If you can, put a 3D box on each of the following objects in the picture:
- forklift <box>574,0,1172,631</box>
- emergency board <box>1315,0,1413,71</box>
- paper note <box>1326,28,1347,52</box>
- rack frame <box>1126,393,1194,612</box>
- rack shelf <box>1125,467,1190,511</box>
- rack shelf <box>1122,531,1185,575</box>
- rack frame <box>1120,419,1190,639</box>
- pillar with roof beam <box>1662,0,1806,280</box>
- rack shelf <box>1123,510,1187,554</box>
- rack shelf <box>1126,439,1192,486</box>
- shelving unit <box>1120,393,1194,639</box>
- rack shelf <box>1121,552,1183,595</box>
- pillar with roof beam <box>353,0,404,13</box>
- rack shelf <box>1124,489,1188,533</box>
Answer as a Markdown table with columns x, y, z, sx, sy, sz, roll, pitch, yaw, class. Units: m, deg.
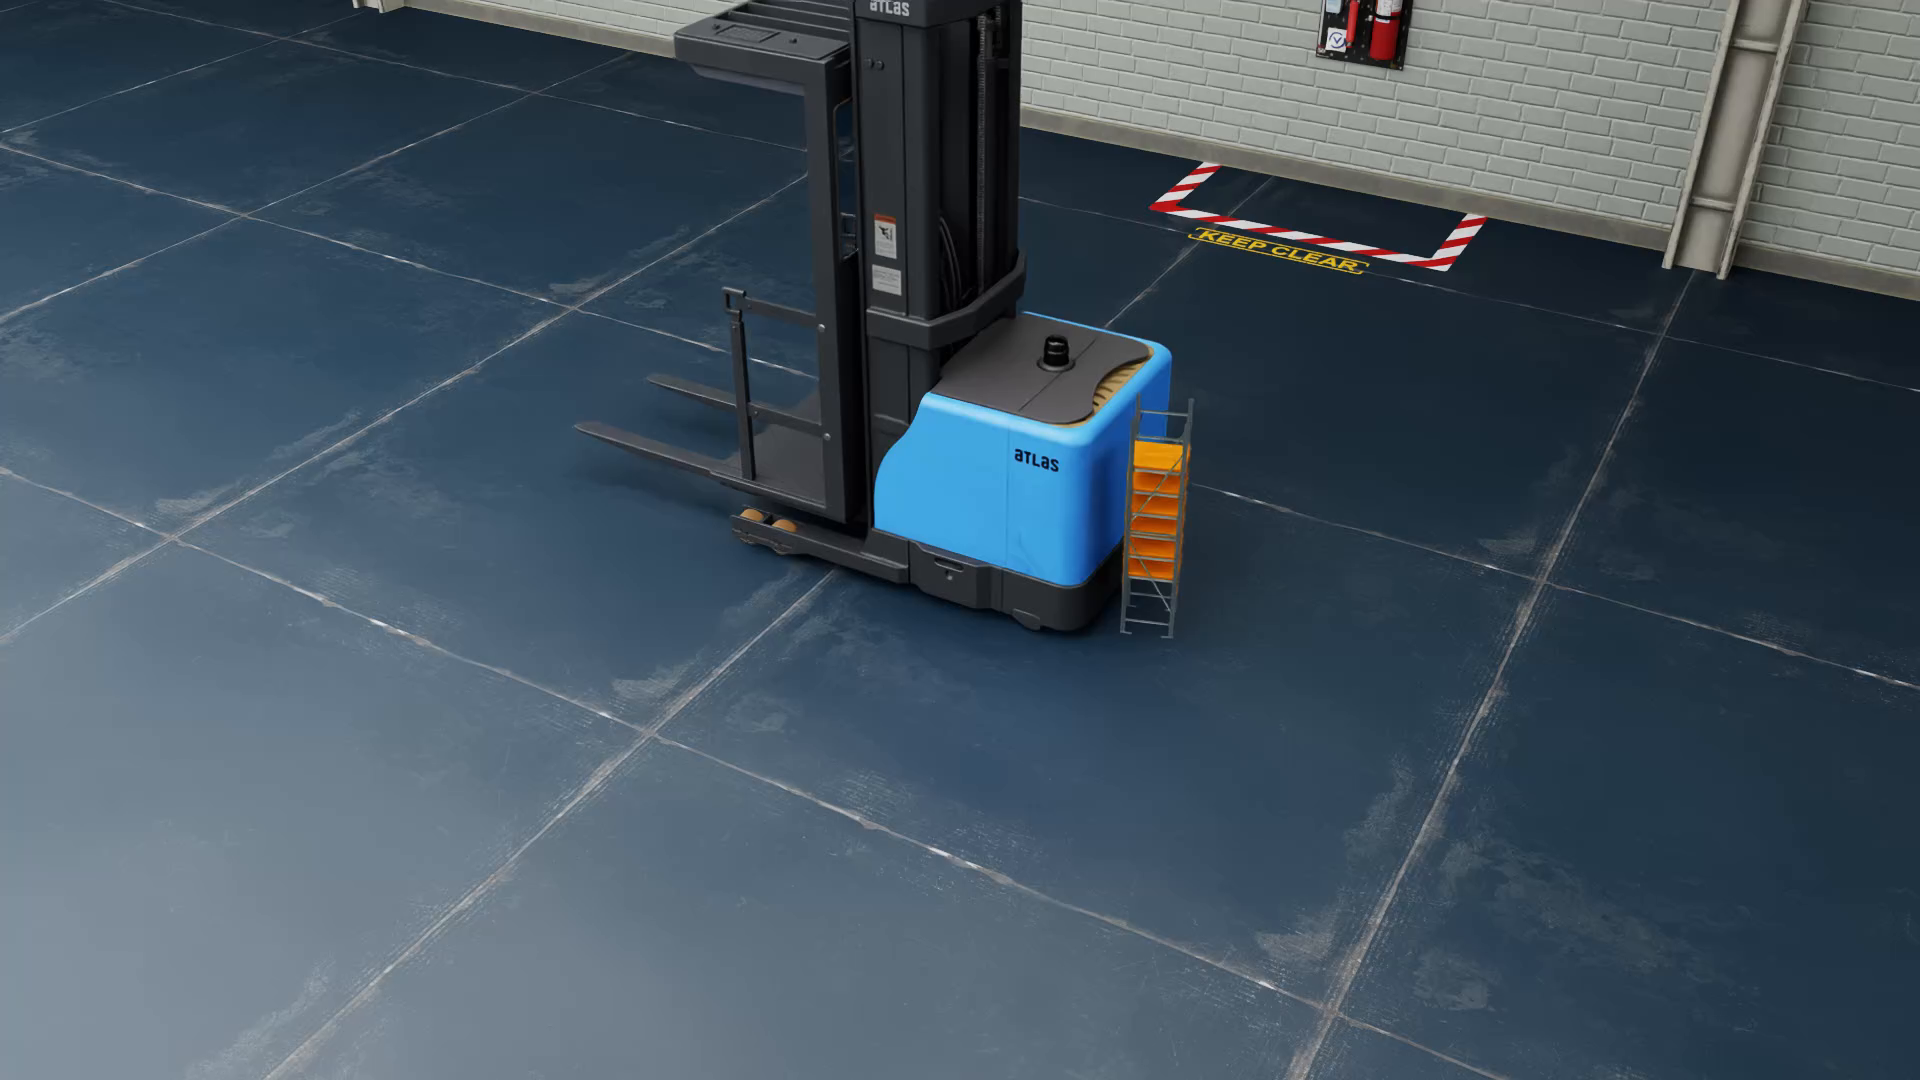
| x | y | z | sx | sy | sz | roll | pitch | yaw | class |
| --- | --- | --- | --- | --- | --- | --- | --- | --- | --- |
| -0.547 | -1.388 | 7.690 | 3.031 | 2.935 | 1.130 | 17 | 37 | 24 | forklift |
| 2.739 | -3.761 | 11.191 | 0.643 | 1.169 | 0.194 | 18 | 37 | 24 | emergency board |
| 2.620 | -3.476 | 11.558 | 0.142 | 0.148 | 0.016 | 18 | 37 | 24 | paper note |
| 0.874 | -0.140 | 7.346 | 0.240 | 1.200 | 0.006 | 7 | 41 | 10 | rack frame |
| 0.850 | -0.233 | 7.153 | 0.258 | 0.103 | 0.180 | 7 | 41 | 10 | rack shelf |
| 0.859 | 0.044 | 7.383 | 0.258 | 0.103 | 0.180 | 7 | 41 | 10 | rack shelf |
| 0.837 | -0.025 | 7.209 | 0.240 | 1.200 | 0.006 | 7 | 41 | 10 | rack frame |
| 2.730 | -3.488 | 5.369 | 0.400 | 9.000 | 9.100 | 18 | 37 | 24 | pillar with roof beam |
| 0.856 | -0.049 | 7.306 | 0.258 | 0.103 | 0.180 | 7 | 41 | 10 | rack shelf |
| 0.847 | -0.325 | 7.076 | 0.258 | 0.103 | 0.180 | 7 | 41 | 10 | rack shelf |
| 0.855 | -0.083 | 7.278 | 0.258 | 1.200 | 0.189 | 7 | 41 | 10 | shelving unit |
| 0.862 | 0.136 | 7.460 | 0.258 | 0.103 | 0.180 | 7 | 41 | 10 | rack shelf |
| -7.689 | -6.788 | 10.325 | 0.400 | 9.000 | 9.100 | 18 | 37 | 24 | pillar with roof beam |
| 0.853 | -0.141 | 7.230 | 0.258 | 0.103 | 0.180 | 7 | 41 | 10 | rack shelf |
